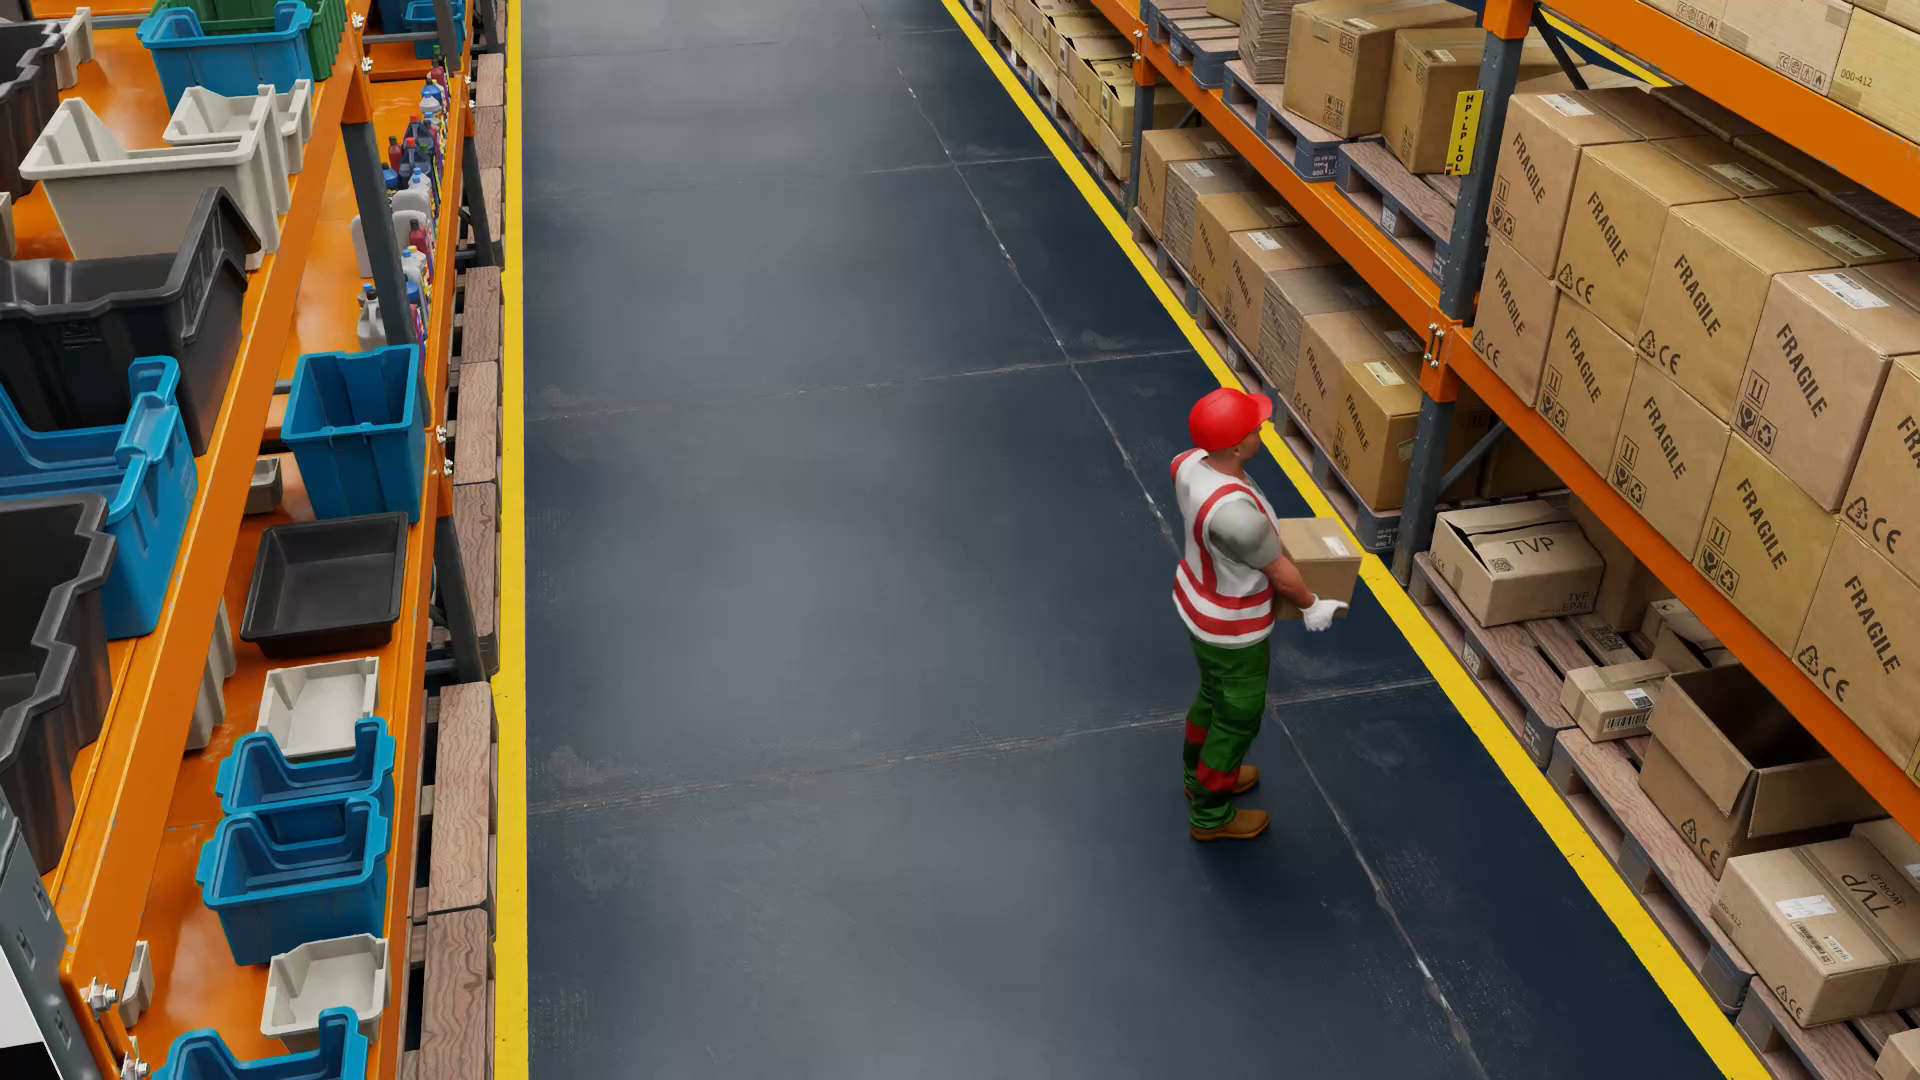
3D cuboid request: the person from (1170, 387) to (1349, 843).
[{"bbox_3d":[1.010,0.250,5.757,0.573,1.782,0.494,-7,35,-10],"label":"person"}]
